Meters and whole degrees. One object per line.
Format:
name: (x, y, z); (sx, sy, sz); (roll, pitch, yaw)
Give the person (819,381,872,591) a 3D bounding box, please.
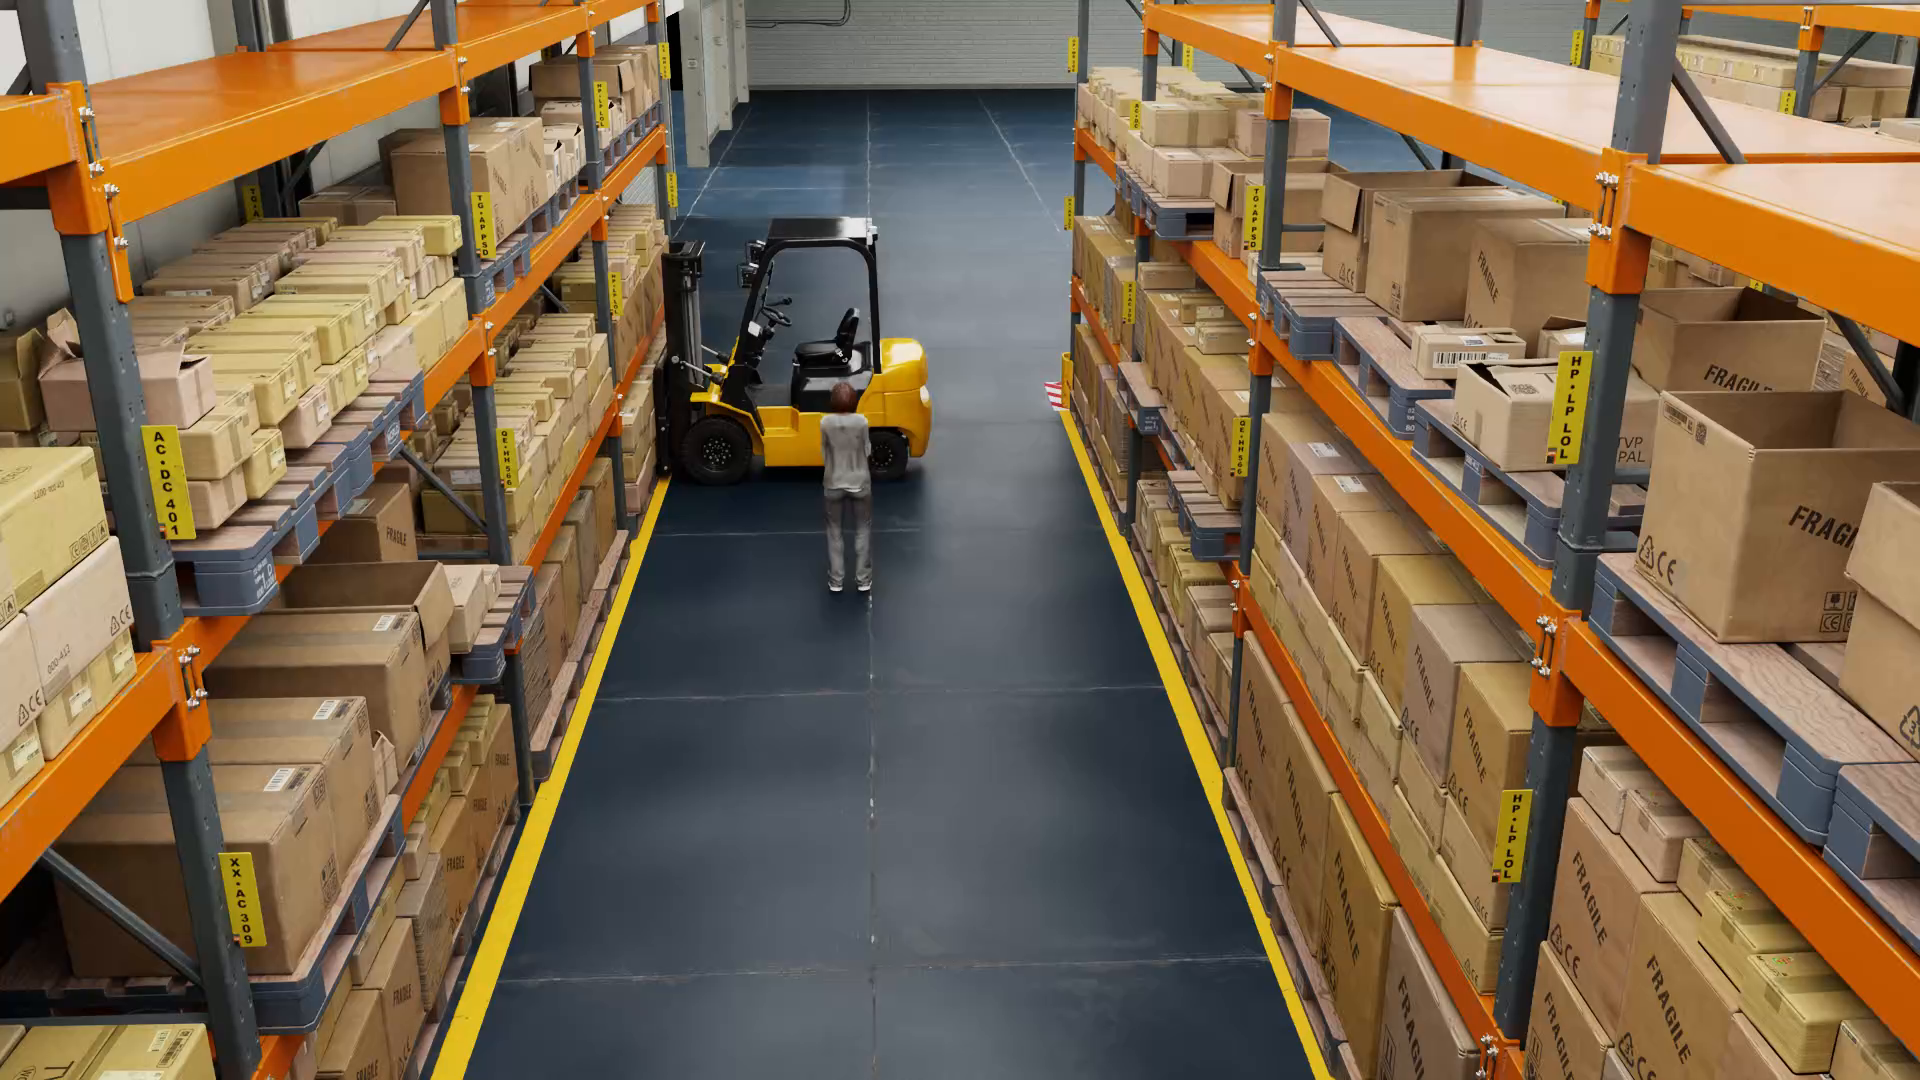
person: (-0.833, -0.417, 12.202); (0.375, 1.599, 0.500); (-1, 21, -3)
